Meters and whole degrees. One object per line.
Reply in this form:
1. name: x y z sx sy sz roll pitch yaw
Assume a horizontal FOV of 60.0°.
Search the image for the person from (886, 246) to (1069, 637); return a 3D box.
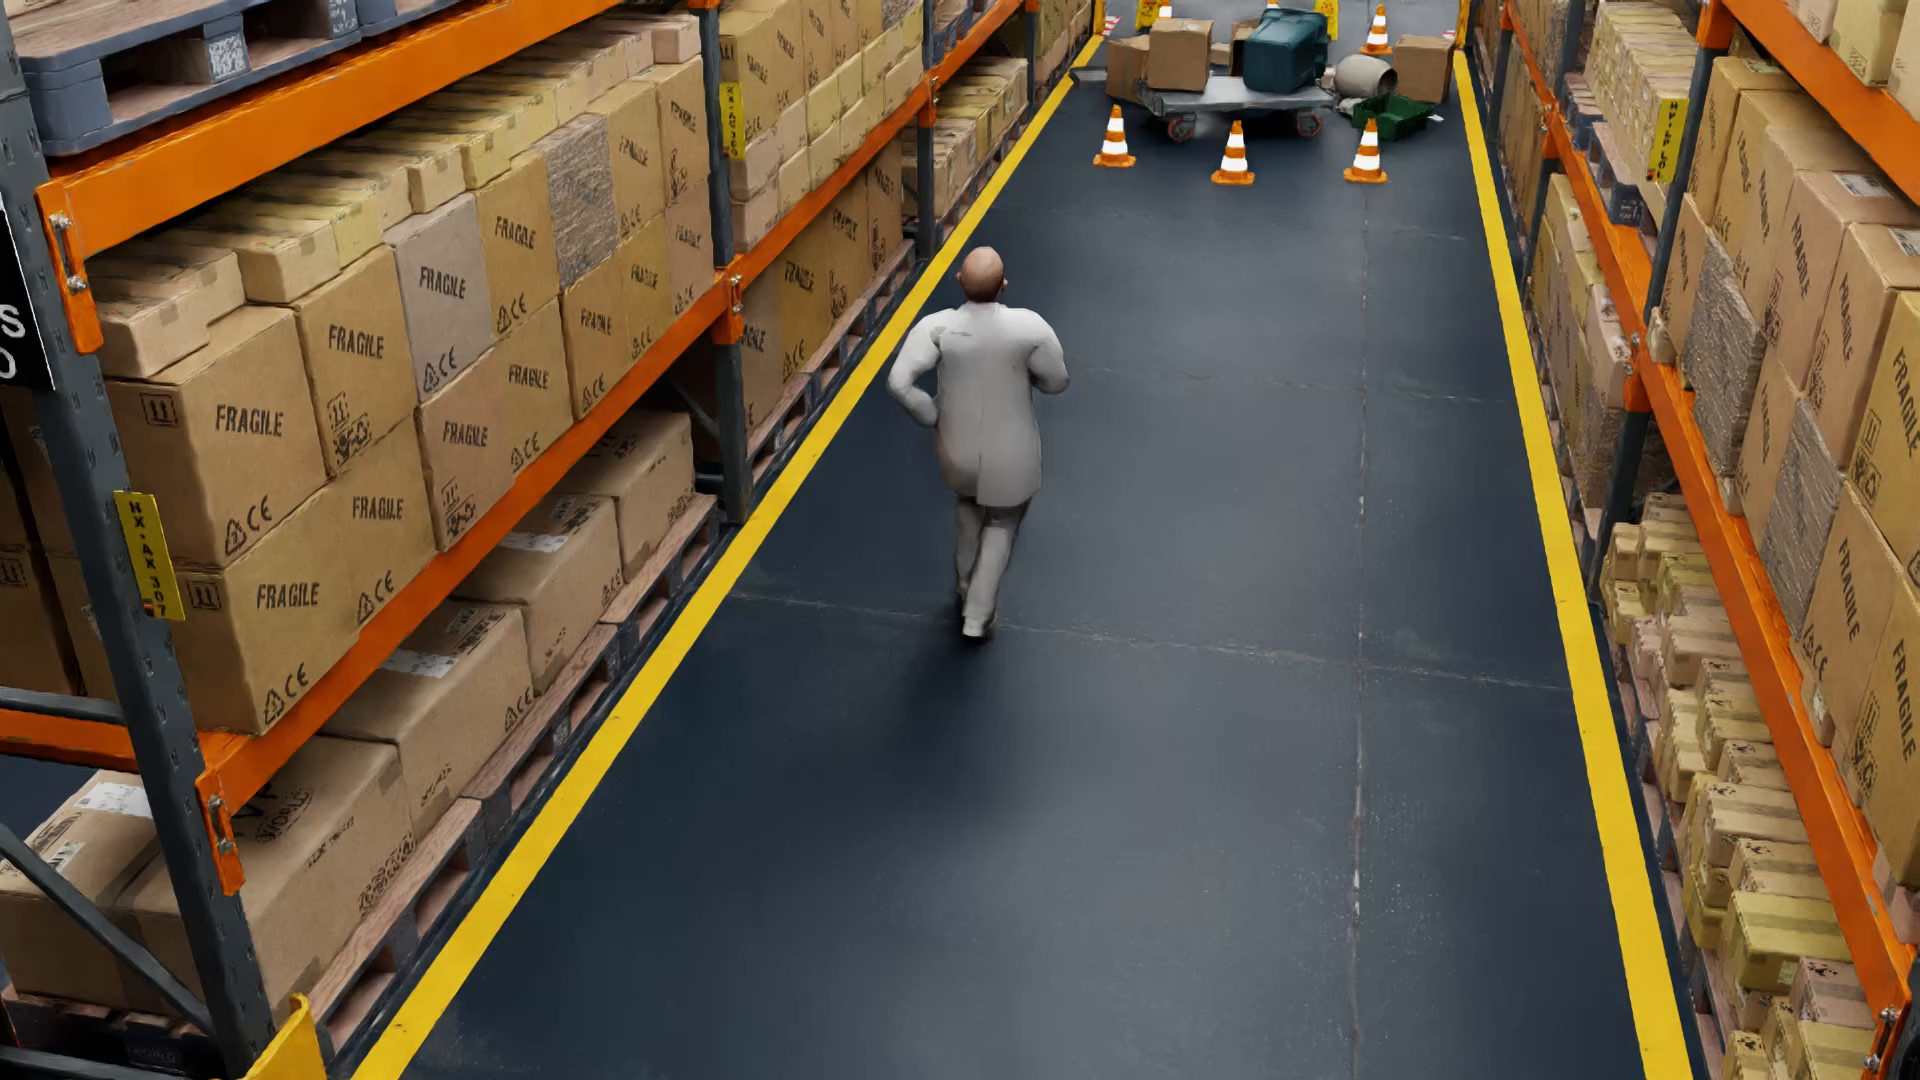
1. person: 0.110 -0.403 6.940 0.685 1.777 0.733 6 29 11
